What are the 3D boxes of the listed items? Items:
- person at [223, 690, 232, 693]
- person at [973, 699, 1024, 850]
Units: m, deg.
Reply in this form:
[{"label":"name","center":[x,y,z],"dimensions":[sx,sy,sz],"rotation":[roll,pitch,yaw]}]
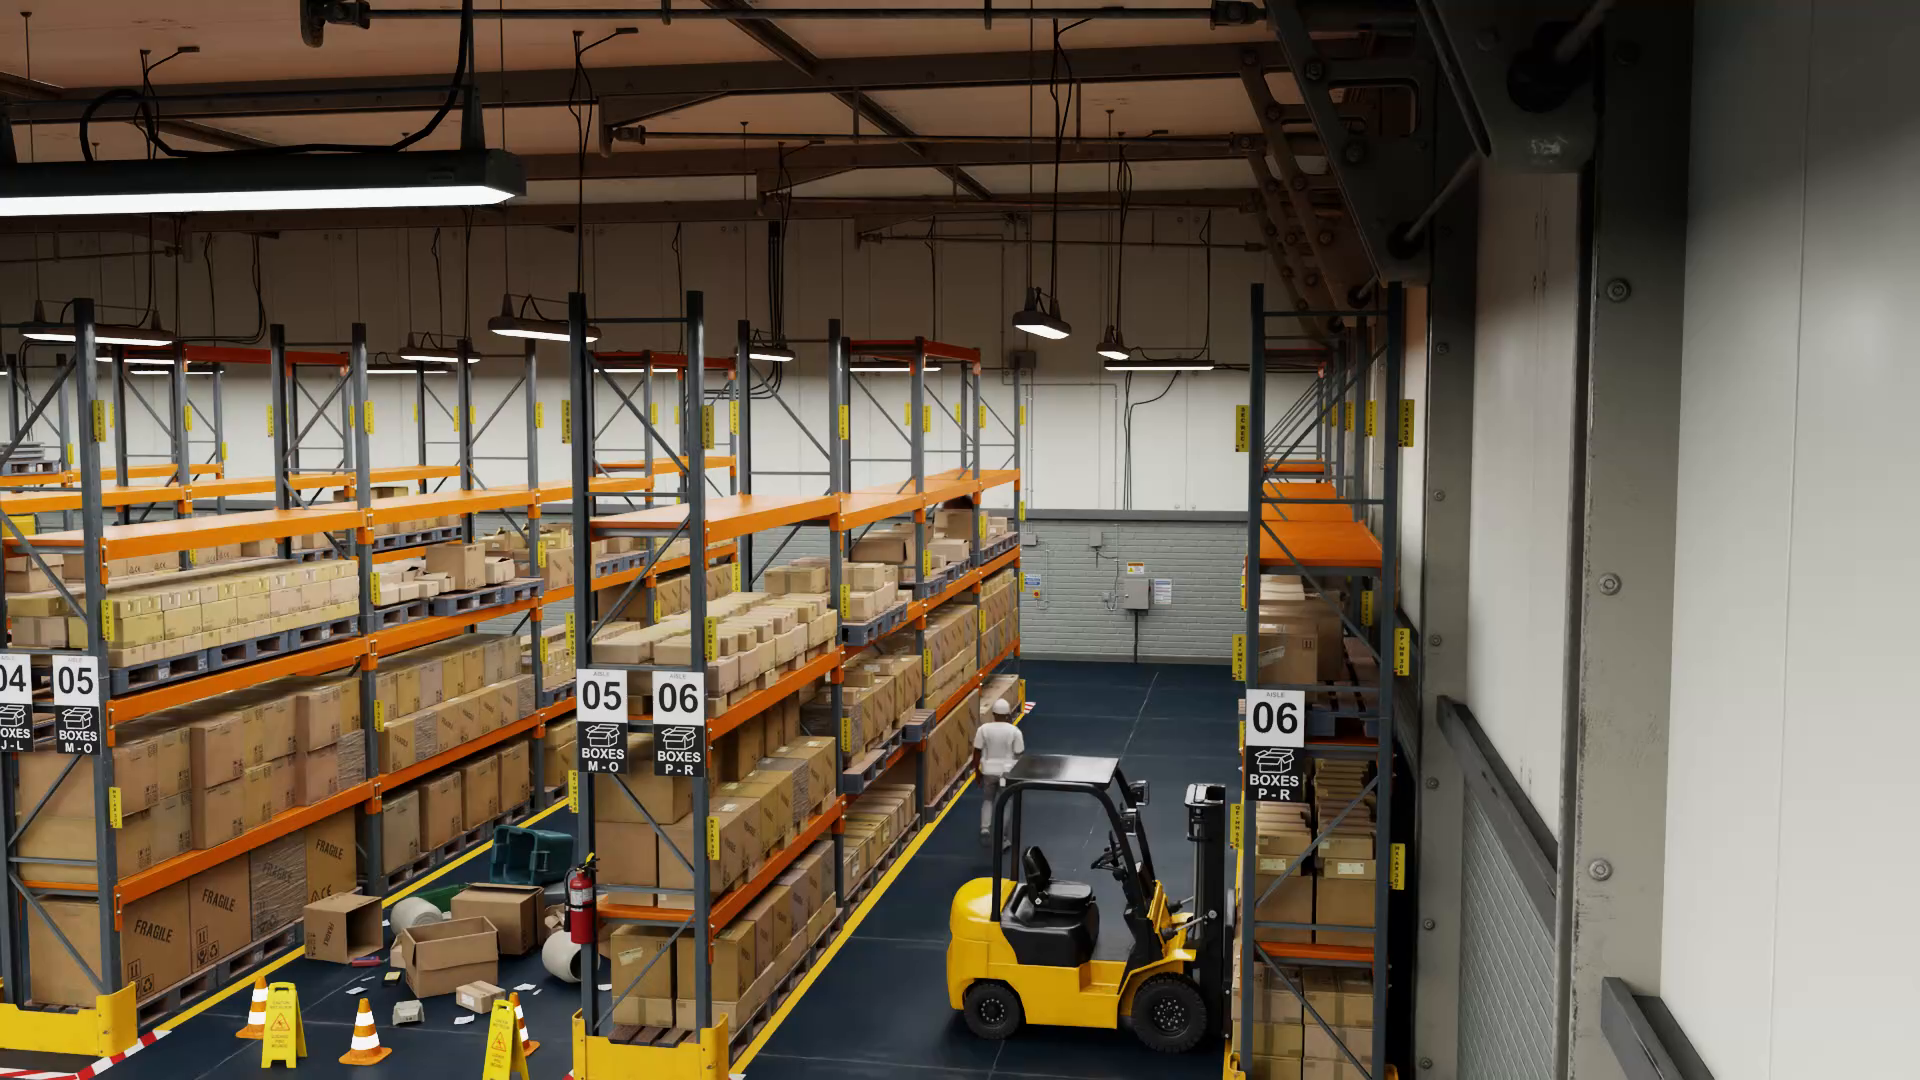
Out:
[{"label":"person","center":[-9.050,2.628,20.488],"dimensions":[0.466,1.792,0.558],"rotation":[-4,6,-41]},{"label":"person","center":[0.453,2.714,19.297],"dimensions":[0.590,1.754,0.513],"rotation":[1,5,13]}]
